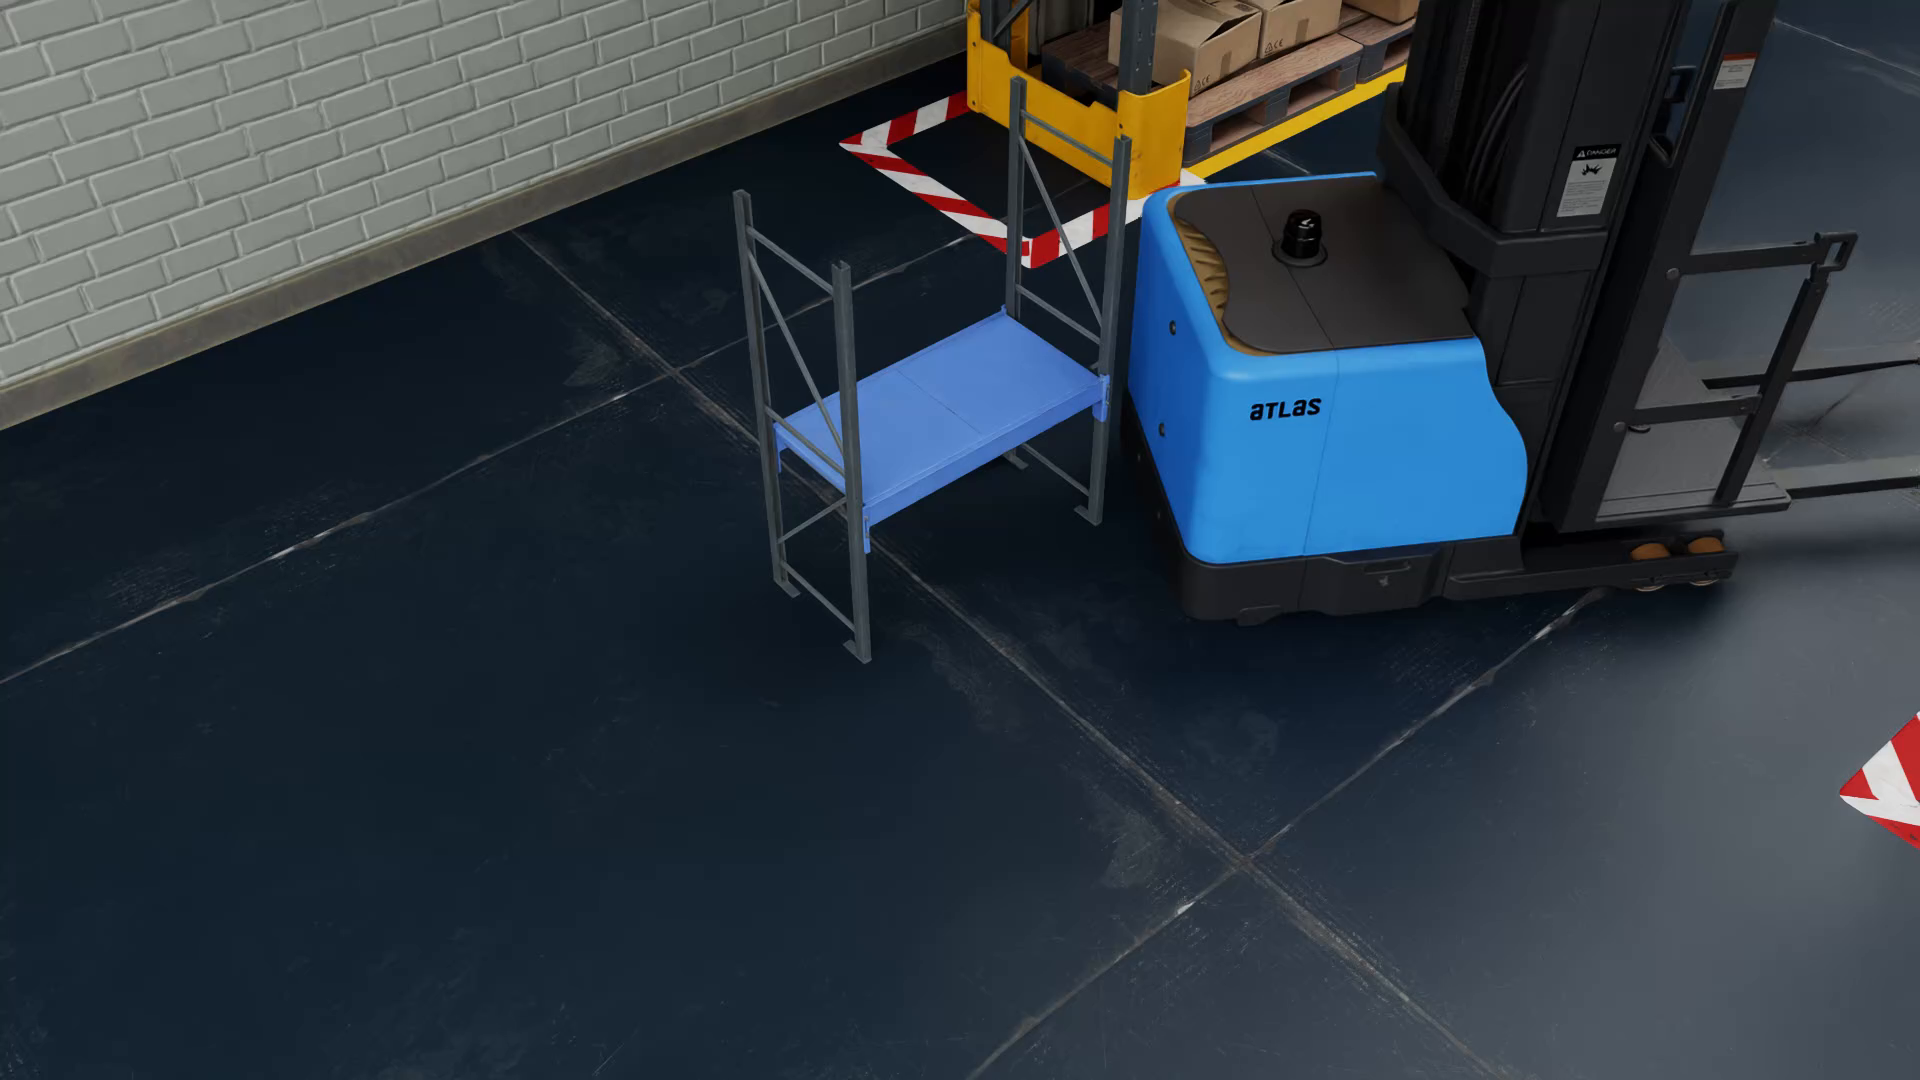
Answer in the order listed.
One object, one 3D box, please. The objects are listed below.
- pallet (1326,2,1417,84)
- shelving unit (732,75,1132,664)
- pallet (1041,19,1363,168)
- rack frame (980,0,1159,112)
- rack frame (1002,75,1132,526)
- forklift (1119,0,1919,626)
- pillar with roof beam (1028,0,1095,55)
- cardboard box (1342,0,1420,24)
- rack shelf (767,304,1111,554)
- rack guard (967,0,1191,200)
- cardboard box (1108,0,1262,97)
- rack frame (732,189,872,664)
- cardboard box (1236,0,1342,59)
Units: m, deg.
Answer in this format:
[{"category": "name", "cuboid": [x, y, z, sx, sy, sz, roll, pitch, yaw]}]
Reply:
[{"category": "pallet", "cuboid": [2.094, -2.815, 8.593, 1.213, 0.211, 1.003, -30, 51, -28]}, {"category": "shelving unit", "cuboid": [-0.065, -0.509, 5.197, 1.048, 1.500, 0.538, -30, 51, -28]}, {"category": "pallet", "cuboid": [1.159, -2.282, 8.025, 1.213, 0.211, 1.003, -30, 51, -28]}, {"category": "rack frame", "cuboid": [0.454, -2.927, 6.675, 0.127, 3.000, 1.000, -30, 51, -28]}, {"category": "rack frame", "cuboid": [0.325, -0.732, 5.434, 0.032, 1.500, 0.500, -30, 51, -28]}, {"category": "forklift", "cuboid": [2.139, -1.251, 4.941, 3.031, 2.935, 1.130, -6, 44, -6]}, {"category": "pillar with roof beam", "cuboid": [3.198, -3.615, 3.025, 0.400, 9.000, 9.100, -30, 51, -28]}, {"category": "cardboard box", "cuboid": [2.075, -2.979, 8.235, 0.500, 0.500, 0.700, -33, 52, -30]}, {"category": "rack shelf", "cuboid": [-0.065, -0.378, 5.320, 1.000, 0.185, 0.538, -30, 51, -28]}, {"category": "rack guard", "cuboid": [0.513, -2.049, 7.566, 0.348, 0.500, 1.175, -30, 51, -28]}, {"category": "cardboard box", "cuboid": [1.043, -2.364, 7.718, 0.500, 0.311, 0.500, 33, 52, 30]}, {"category": "rack frame", "cuboid": [-0.455, -0.286, 4.959, 0.032, 1.500, 0.500, -30, 51, -28]}, {"category": "cardboard box", "cuboid": [1.480, -2.614, 7.985, 0.500, 0.311, 0.500, -26, 49, -25]}]
